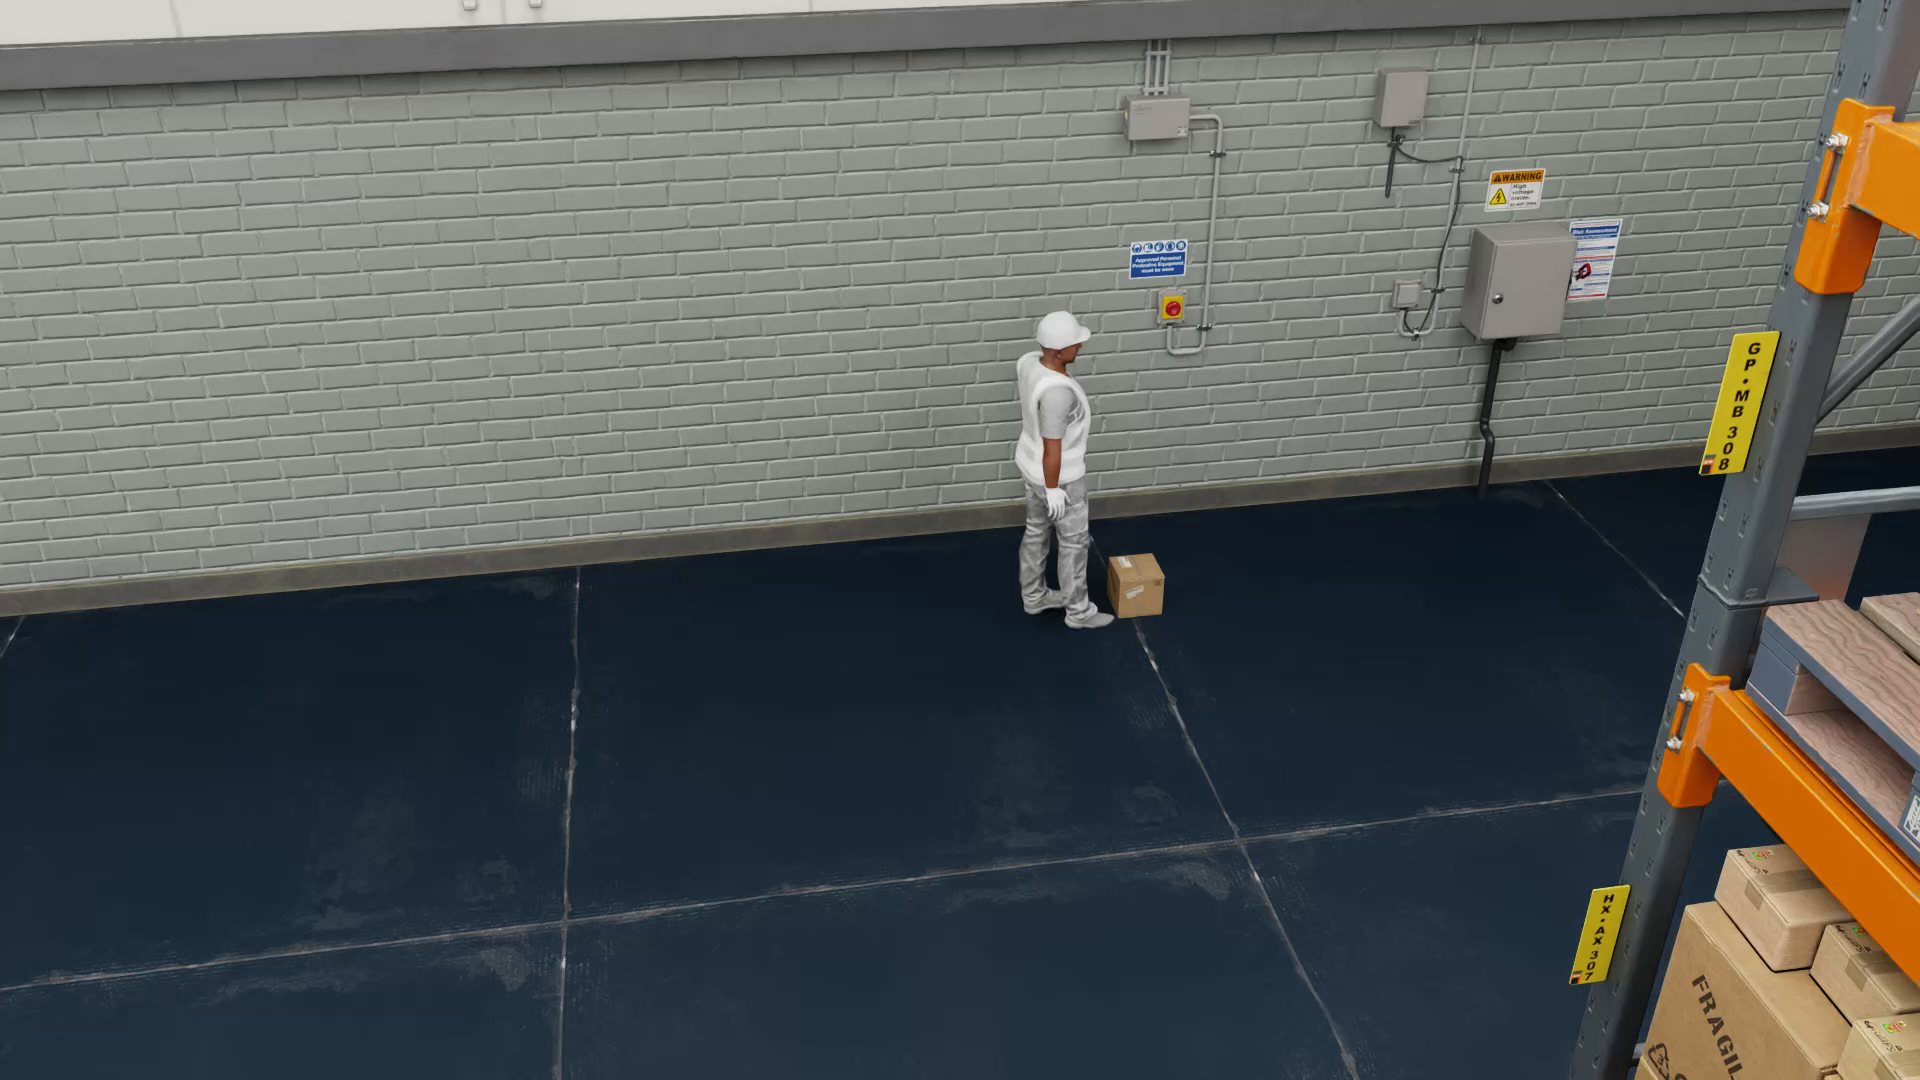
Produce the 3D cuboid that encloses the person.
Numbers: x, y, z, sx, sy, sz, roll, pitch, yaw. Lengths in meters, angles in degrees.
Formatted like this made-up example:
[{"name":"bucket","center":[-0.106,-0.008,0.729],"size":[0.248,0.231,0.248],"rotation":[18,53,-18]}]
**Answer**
[{"name":"person","center":[0.555,-0.378,8.783],"size":[0.517,1.825,0.594],"rotation":[-10,32,-16]}]
